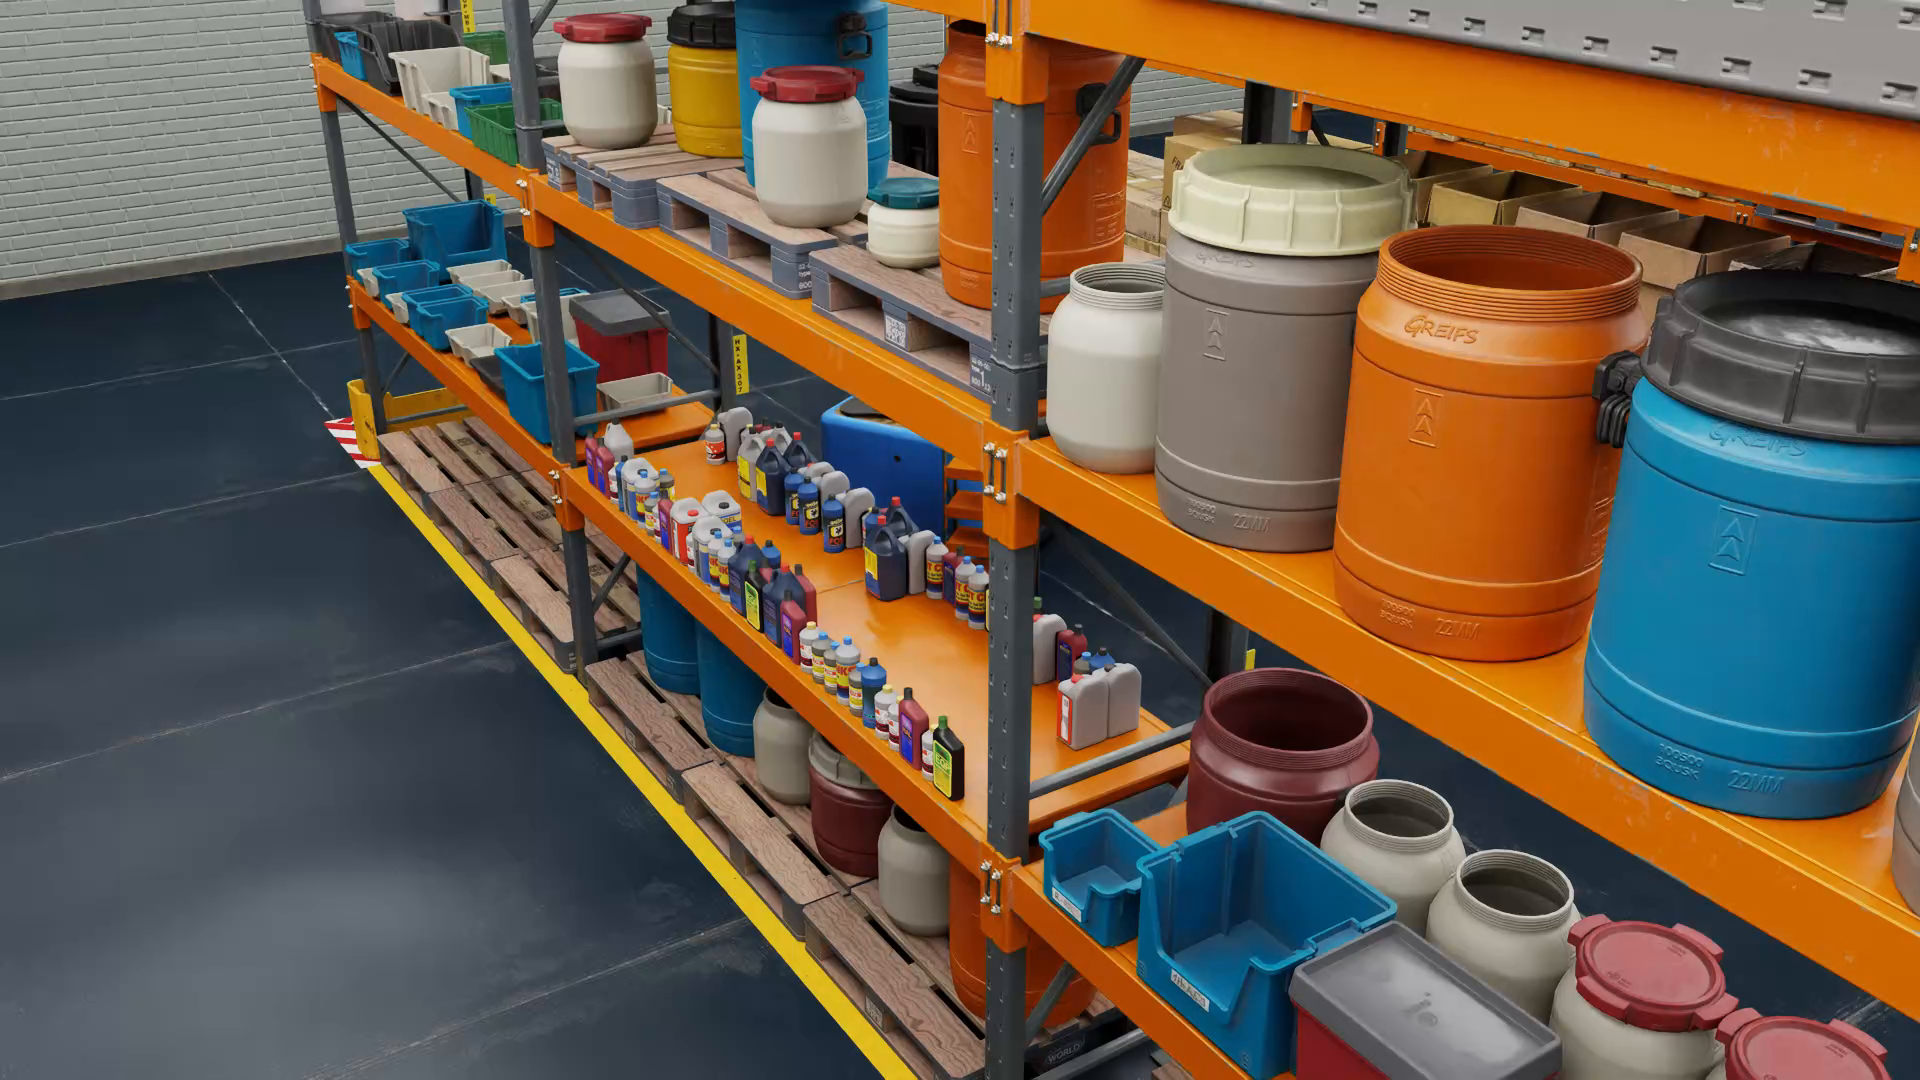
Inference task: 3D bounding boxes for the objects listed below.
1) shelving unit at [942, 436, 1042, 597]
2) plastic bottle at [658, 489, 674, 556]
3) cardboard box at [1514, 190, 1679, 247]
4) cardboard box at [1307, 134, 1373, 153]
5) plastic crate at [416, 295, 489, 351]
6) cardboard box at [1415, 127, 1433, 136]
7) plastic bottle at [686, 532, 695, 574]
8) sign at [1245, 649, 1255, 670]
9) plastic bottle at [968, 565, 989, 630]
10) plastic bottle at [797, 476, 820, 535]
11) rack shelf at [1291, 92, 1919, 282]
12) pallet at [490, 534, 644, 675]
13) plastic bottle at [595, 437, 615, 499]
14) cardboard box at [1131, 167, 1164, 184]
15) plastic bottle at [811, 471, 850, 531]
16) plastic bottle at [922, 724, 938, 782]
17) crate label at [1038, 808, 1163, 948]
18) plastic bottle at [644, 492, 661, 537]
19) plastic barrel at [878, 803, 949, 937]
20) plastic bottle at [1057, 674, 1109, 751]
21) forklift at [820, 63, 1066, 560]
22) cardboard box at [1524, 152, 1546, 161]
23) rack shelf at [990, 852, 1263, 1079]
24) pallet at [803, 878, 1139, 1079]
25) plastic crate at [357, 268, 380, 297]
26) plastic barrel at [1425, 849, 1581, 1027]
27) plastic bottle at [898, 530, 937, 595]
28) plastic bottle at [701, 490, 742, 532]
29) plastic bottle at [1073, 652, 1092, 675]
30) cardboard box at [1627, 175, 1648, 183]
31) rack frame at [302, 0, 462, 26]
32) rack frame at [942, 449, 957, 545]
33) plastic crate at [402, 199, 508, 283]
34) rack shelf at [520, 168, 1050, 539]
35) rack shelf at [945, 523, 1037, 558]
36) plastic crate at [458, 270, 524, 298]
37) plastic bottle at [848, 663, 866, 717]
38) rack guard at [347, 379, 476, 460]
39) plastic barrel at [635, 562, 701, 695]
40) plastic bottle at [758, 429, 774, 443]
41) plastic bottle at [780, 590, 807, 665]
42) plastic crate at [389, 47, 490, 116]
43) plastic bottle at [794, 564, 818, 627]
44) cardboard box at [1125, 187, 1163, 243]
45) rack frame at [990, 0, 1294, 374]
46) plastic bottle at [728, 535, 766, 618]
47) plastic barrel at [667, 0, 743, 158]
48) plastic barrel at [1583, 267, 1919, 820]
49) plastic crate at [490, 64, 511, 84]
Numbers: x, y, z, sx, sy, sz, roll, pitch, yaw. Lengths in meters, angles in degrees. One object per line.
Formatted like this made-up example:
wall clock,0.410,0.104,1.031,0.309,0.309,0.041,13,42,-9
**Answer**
shelving unit,0.178,-0.010,9.363,0.503,1.200,0.258,7,27,14
plastic bottle,-1.317,-0.083,7.548,0.061,0.283,0.133,-16,29,-30
cardboard box,3.578,-1.643,9.425,0.797,0.503,0.637,-14,29,-28
cardboard box,2.458,-2.475,11.427,0.500,0.500,0.500,-16,29,-30
plastic crate,-3.087,-1.322,10.163,0.416,0.233,0.300,-16,29,-30
cardboard box,4.608,-4.001,16.006,0.380,0.149,0.250,-14,29,-28
plastic bottle,-1.165,0.040,7.385,0.097,0.201,0.097,0,25,0
sign,0.996,0.543,5.896,0.100,0.325,0.005,-16,29,-30
plastic bottle,0.082,0.232,6.896,0.097,0.271,0.097,0,25,0
plastic bottle,-0.705,-0.165,7.736,0.097,0.271,0.097,0,25,0
rack shelf,3.597,-2.154,9.127,1.077,0.370,4.000,-16,29,-30
pallet,-2.078,0.323,9.818,1.003,0.211,1.213,-16,29,-30
plastic bottle,-1.729,-0.353,8.120,0.061,0.283,0.133,-16,29,-30
cardboard box,1.651,-2.675,12.730,0.500,0.250,0.500,-15,29,-29
plastic bottle,-0.610,-0.203,7.811,0.152,0.276,0.135,-16,29,-30
plastic bottle,-0.087,0.746,5.888,0.097,0.201,0.097,0,25,0
crate label,0.455,1.061,5.185,0.303,0.233,0.416,-16,29,-30
plastic bottle,-1.418,-0.126,7.736,0.097,0.201,0.097,0,25,0
plastic barrel,-0.125,1.330,6.841,0.421,0.512,0.421,0,25,0
plastic bottle,0.446,0.609,6.093,0.152,0.276,0.135,-16,29,-30
forklift,0.293,-1.561,10.622,1.130,2.935,3.031,13,28,25
cardboard box,5.329,-3.536,15.022,0.380,0.149,0.250,-14,29,-28
rack shelf,1.631,1.788,4.292,1.077,0.370,4.000,-16,29,-30
pallet,0.074,1.736,6.826,1.003,0.211,1.213,-16,29,-30
plastic crate,-3.863,-1.723,11.125,0.250,0.136,0.298,-16,29,-30
plastic barrel,1.510,1.165,4.637,0.421,0.512,0.421,0,25,0
plastic bottle,-0.183,0.077,7.218,0.152,0.276,0.135,-16,29,-30
plastic bottle,-1.078,-0.077,7.546,0.152,0.276,0.135,-16,29,-30
plastic bottle,0.480,0.524,6.359,0.097,0.201,0.097,0,25,0
cardboard box,5.953,-3.176,14.258,0.380,0.149,0.250,-16,30,-31
rack frame,-3.828,-4.827,10.434,1.000,3.000,0.127,-16,29,-30
rack frame,-0.056,-0.038,9.423,0.015,1.200,0.240,7,27,14
plastic crate,-3.489,-2.081,11.533,0.616,0.435,0.499,-16,29,-30
rack shelf,-0.553,-0.999,6.682,1.077,0.370,4.000,-16,29,-30
rack shelf,0.179,0.051,9.393,0.480,0.148,0.258,7,27,14
plastic crate,-3.085,-1.666,11.003,0.396,0.136,0.243,-16,29,-30
plastic bottle,-0.372,0.559,6.285,0.097,0.201,0.097,0,25,0
rack guard,-3.852,-0.990,12.260,1.175,0.500,0.348,-16,29,-30
plastic barrel,-1.362,0.274,8.622,0.600,0.901,0.708,-16,29,-30
plastic bottle,-0.959,-0.431,8.295,0.152,0.276,0.135,-16,29,-30
plastic bottle,-0.663,0.346,6.640,0.061,0.283,0.133,-16,29,-30
plastic crate,-2.877,-2.553,9.268,0.437,0.282,0.530,-16,29,-30
plastic bottle,-0.643,0.246,6.852,0.061,0.283,0.133,-16,29,-30
cardboard box,1.481,-2.368,12.080,0.500,0.250,0.500,-15,29,-29
rack frame,0.539,-1.966,4.373,1.000,3.000,0.127,-16,29,-30
plastic bottle,-0.889,0.135,7.008,0.144,0.351,0.185,-16,29,-30
plastic barrel,-0.976,-2.036,7.323,0.600,0.588,0.600,0,25,0
plastic barrel,1.549,-0.005,3.145,0.600,0.901,0.708,-16,29,-30
plastic crate,-2.492,-2.670,9.688,0.437,0.136,0.530,-16,29,-30
